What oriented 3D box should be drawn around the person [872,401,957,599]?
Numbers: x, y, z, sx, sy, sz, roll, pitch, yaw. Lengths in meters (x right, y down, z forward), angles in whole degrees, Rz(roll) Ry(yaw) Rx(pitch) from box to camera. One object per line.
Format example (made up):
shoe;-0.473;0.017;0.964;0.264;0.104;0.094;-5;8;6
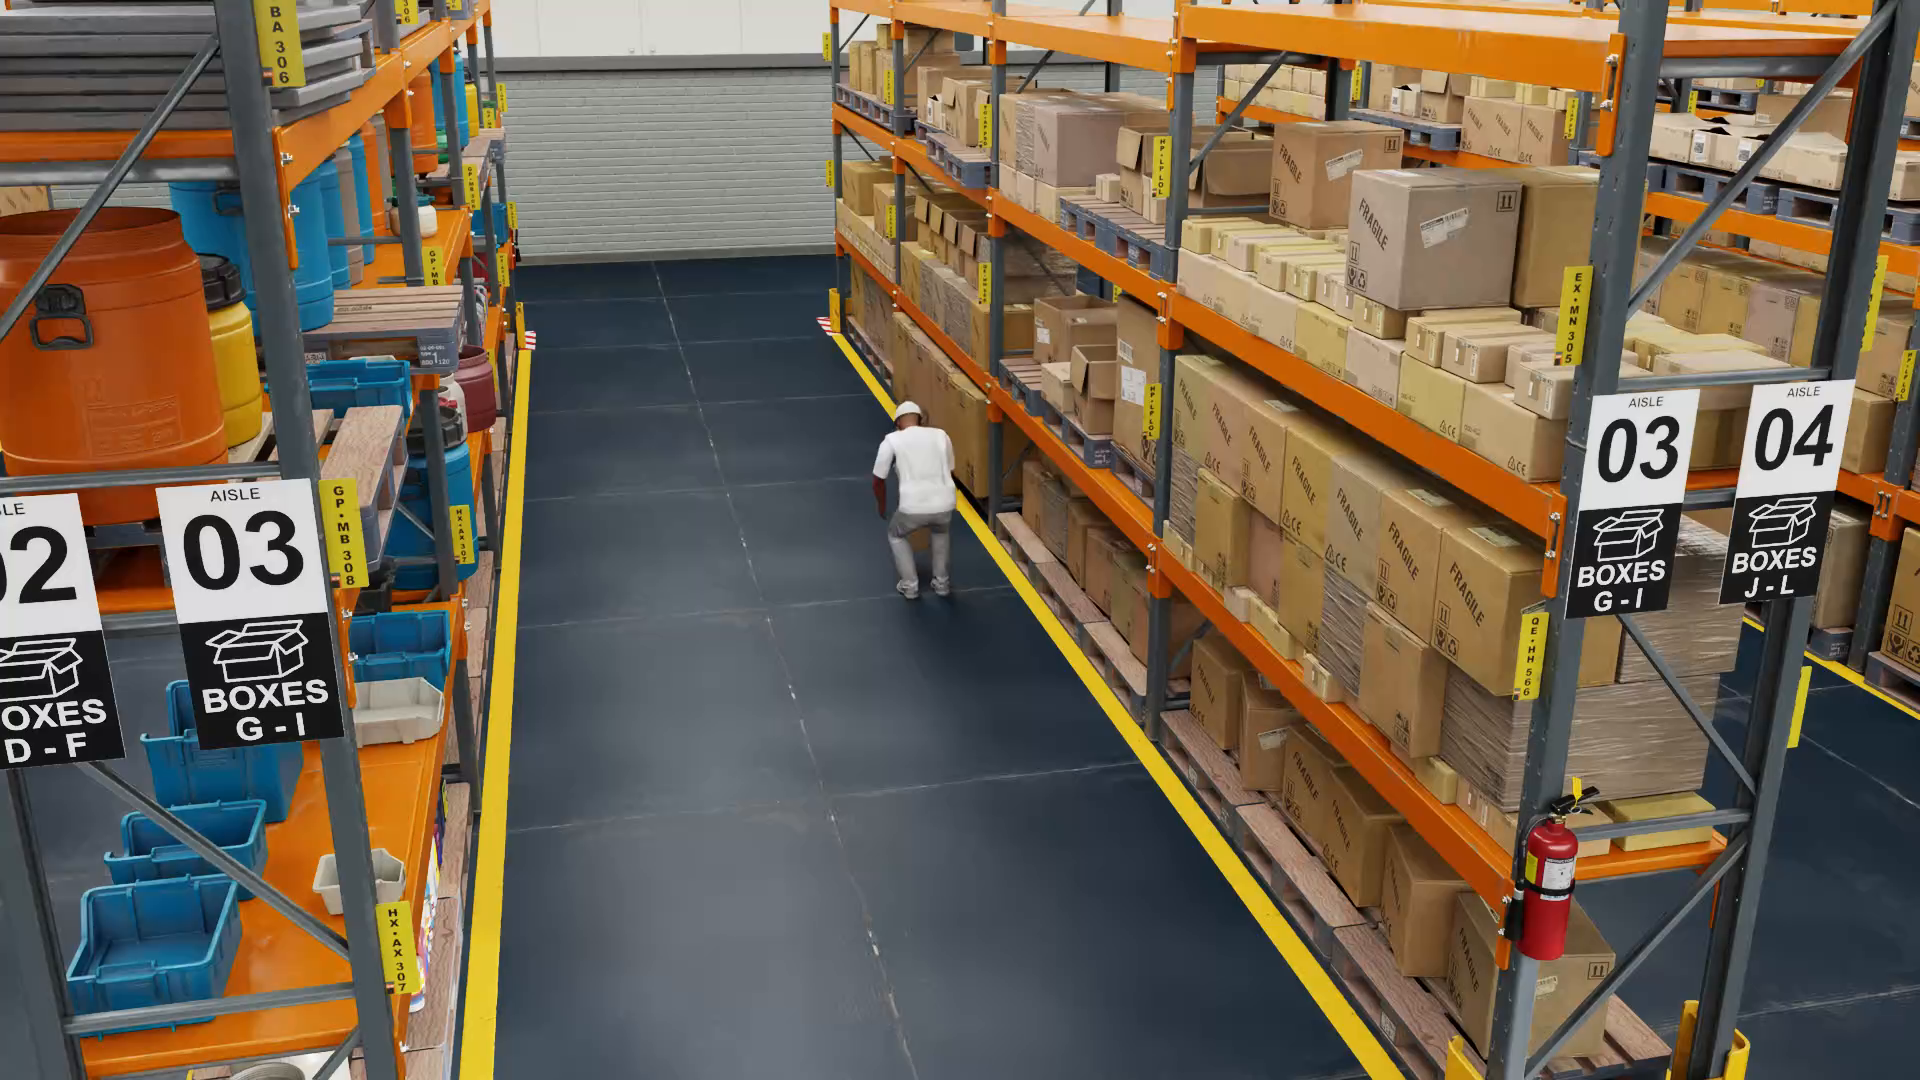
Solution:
person;-0.324;-0.287;12.390;0.632;1.405;0.762;-4;20;-12
